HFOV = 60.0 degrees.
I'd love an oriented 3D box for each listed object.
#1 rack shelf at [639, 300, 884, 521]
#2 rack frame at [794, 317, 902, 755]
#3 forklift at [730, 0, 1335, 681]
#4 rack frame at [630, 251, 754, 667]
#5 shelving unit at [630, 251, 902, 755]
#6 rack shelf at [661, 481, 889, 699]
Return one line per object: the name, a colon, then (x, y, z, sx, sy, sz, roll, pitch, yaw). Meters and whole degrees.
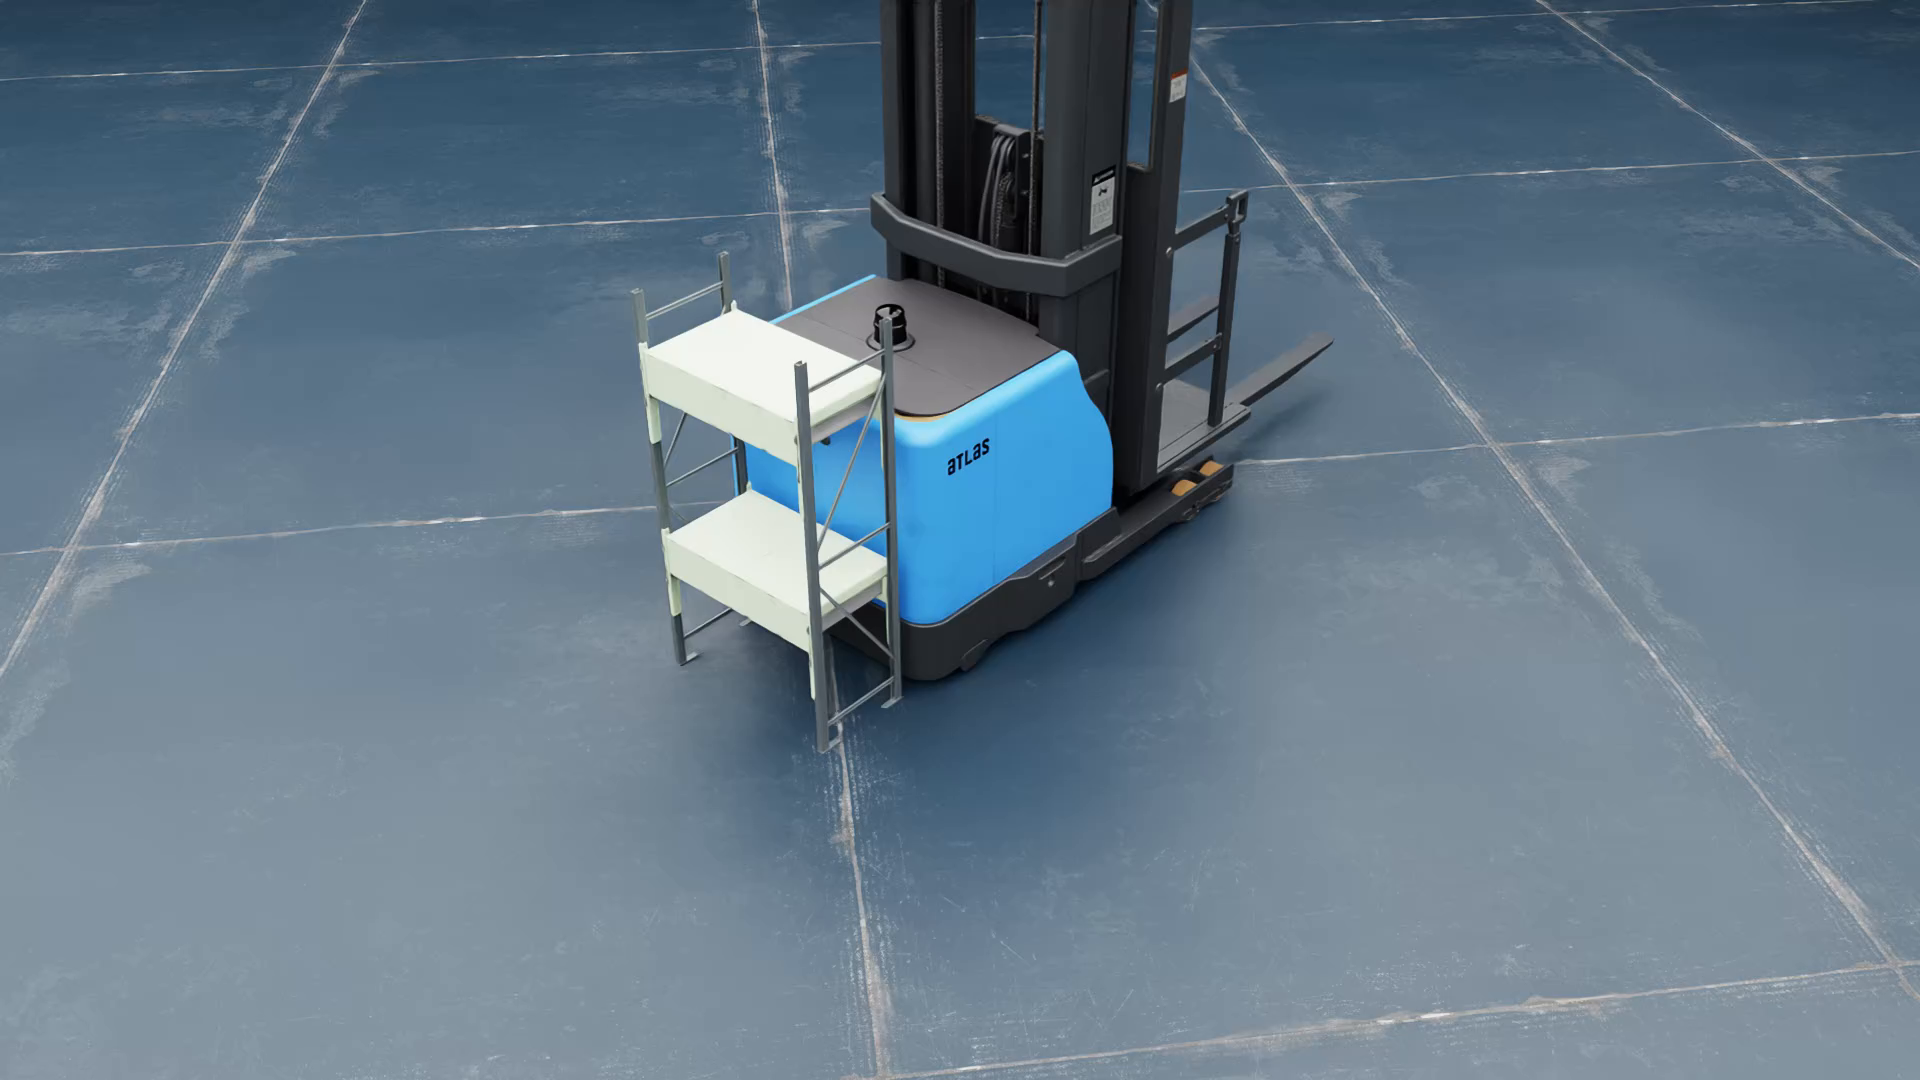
rack shelf: (-0.622, -0.432, 5.359, 0.720, 0.370, 0.431, 26, 42, 33)
rack frame: (-0.346, 0.026, 5.380, 0.023, 1.500, 0.400, 26, 42, 33)
forklift: (0.497, -1.462, 6.292, 1.130, 2.935, 3.031, 26, 42, 33)
rack frame: (-0.899, -0.244, 5.776, 0.023, 1.500, 0.400, 26, 42, 33)
shelving unit: (-0.622, -0.109, 5.578, 0.755, 1.500, 0.431, 26, 42, 33)
rack shelf: (-0.622, 0.160, 5.762, 0.720, 0.370, 0.431, 26, 42, 33)
